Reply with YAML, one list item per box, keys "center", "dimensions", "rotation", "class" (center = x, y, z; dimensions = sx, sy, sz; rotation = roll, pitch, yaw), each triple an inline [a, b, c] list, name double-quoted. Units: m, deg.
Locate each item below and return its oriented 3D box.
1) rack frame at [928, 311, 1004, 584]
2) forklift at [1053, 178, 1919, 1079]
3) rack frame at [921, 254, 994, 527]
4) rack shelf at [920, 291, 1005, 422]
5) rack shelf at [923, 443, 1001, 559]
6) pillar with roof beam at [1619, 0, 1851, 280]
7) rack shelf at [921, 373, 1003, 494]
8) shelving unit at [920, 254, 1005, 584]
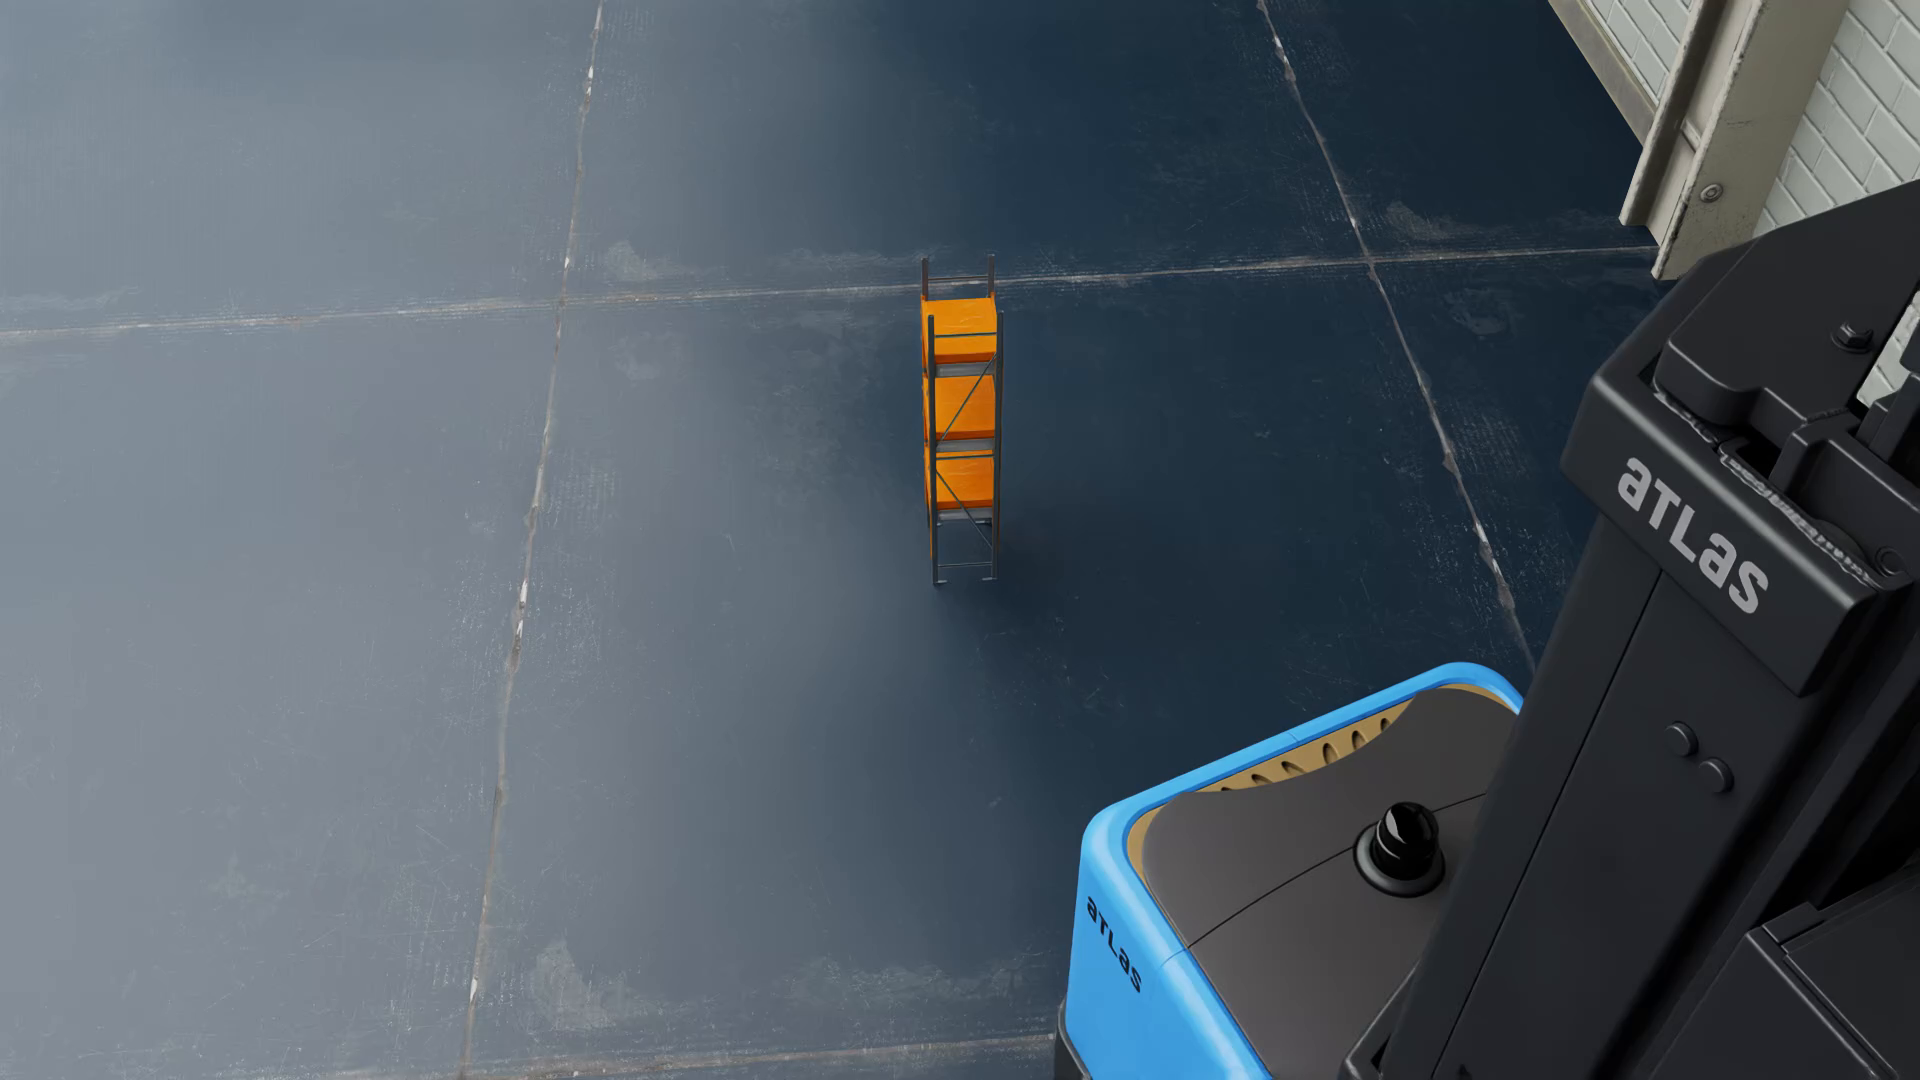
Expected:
- center: [0.015, -0.234, 4.749]
  dimensions: [0.200, 1.050, 0.008]
  rotation: [-3, 47, -3]
  class: "rack frame"
- center: [1.324, 1.085, 2.204]
  dimensions: [1.130, 2.935, 3.031]
  rotation: [-20, 50, -18]
  class: "forklift"
- center: [-0.006, -0.411, 4.916]
  dimensions: [0.200, 1.050, 0.008]
  rotation: [-3, 47, -3]
  class: "rack frame"
- center: [0.004, -0.510, 4.634]
  dimensions: [0.215, 0.259, 0.240]
  rotation: [-3, 47, -3]
  class: "rack shelf"
- center: [0.004, -0.124, 5.042]
  dimensions: [0.215, 0.259, 0.240]
  rotation: [-3, 47, -3]
  class: "rack shelf"
- center: [-1.573, -3.948, 2.792]
  dimensions: [9.100, 9.000, 0.400]
  rotation: [-3, 47, -3]
  class: "pillar with roof beam"
- center: [0.004, -0.315, 4.840]
  dimensions: [0.215, 0.259, 0.240]
  rotation: [-3, 47, -3]
  class: "rack shelf"
- center: [0.004, -0.322, 4.832]
  dimensions: [0.215, 1.050, 0.252]
  rotation: [-3, 47, -3]
  class: "shelving unit"
